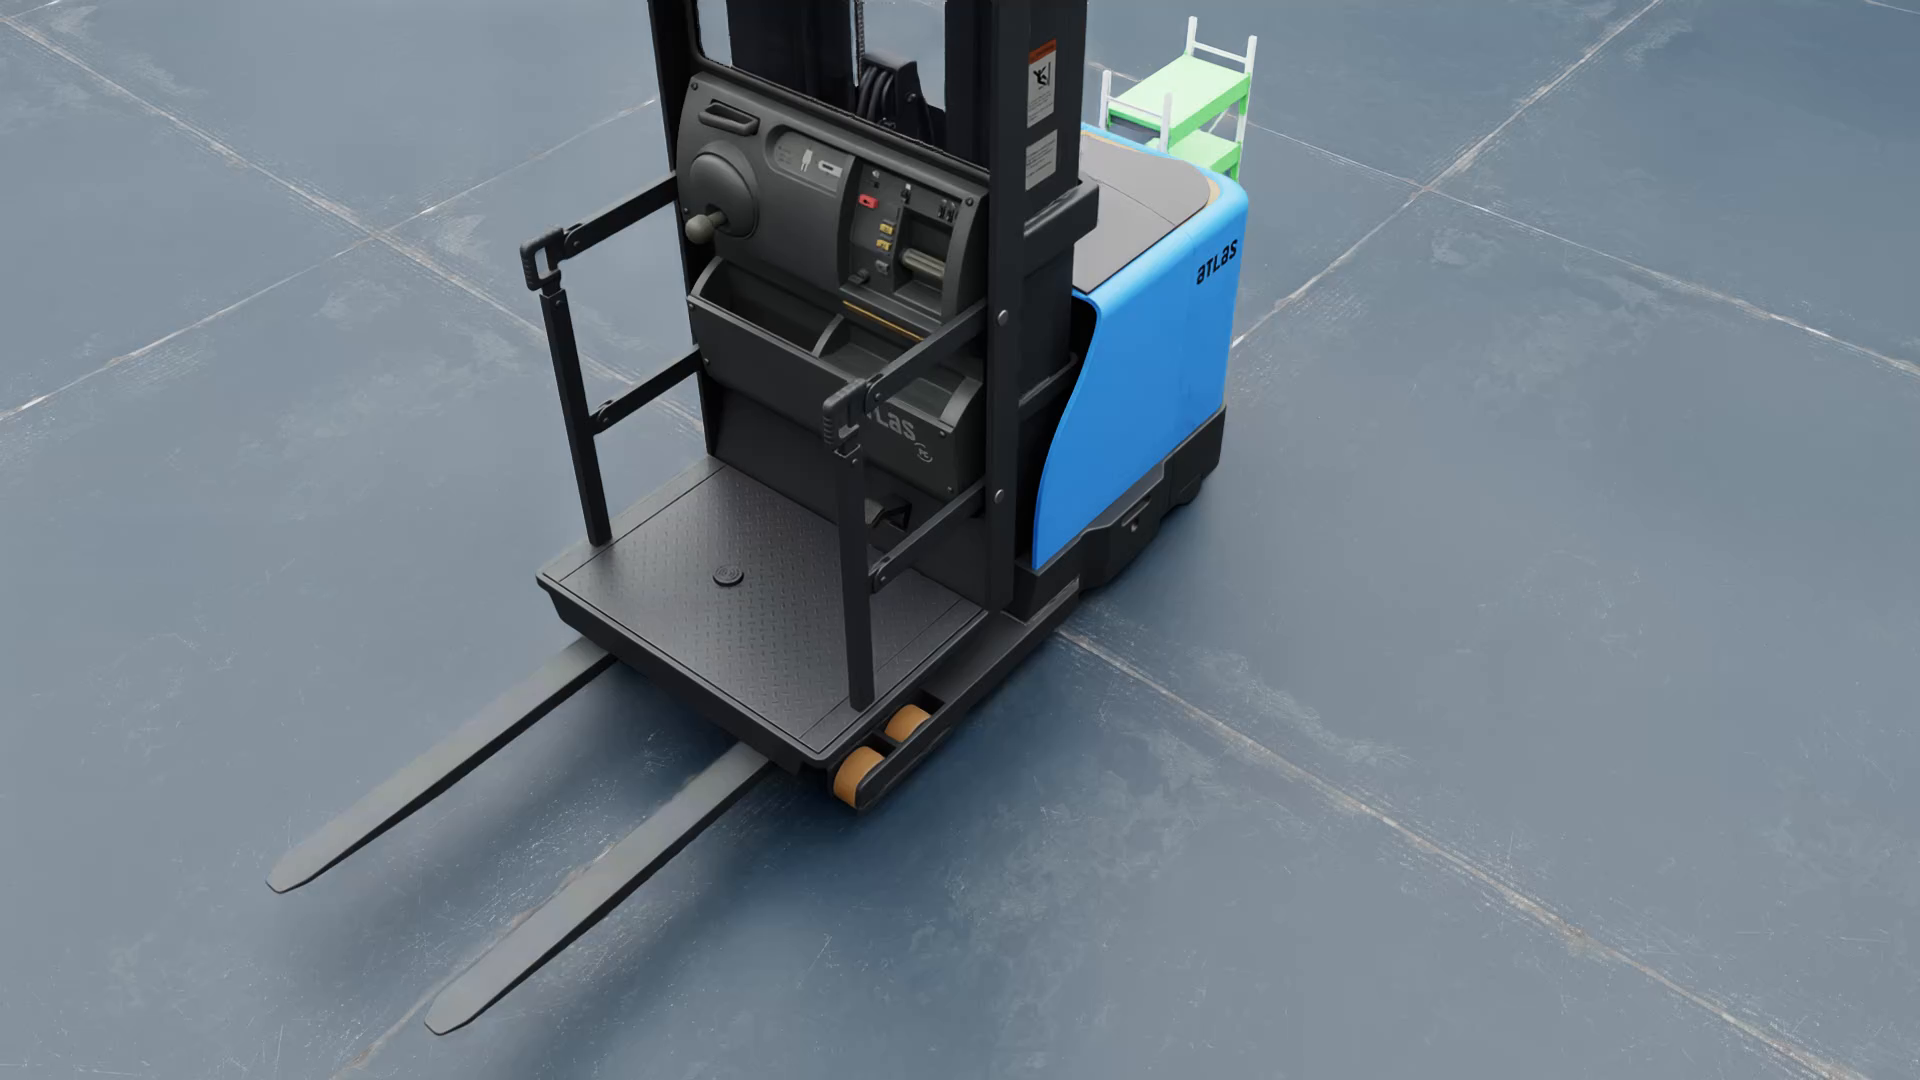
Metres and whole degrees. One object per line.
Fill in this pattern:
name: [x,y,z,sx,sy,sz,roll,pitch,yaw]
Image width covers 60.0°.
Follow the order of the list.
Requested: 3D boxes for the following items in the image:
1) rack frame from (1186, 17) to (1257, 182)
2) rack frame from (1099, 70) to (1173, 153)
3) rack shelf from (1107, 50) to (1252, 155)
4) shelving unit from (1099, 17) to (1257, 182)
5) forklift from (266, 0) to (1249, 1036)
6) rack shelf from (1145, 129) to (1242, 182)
rack frame: [0.823,-1.167,5.641,0.240,1.200,0.015,28,48,27]
rack frame: [0.523,-0.914,5.350,0.240,1.200,0.015,28,48,27]
rack shelf: [0.677,-1.352,5.220,0.258,0.148,0.480,28,48,27]
shelving unit: [0.673,-1.040,5.496,0.258,1.200,0.503,28,48,27]
forklift: [-0.468,-0.747,3.893,1.130,2.935,3.031,29,49,28]
rack shelf: [0.675,-1.172,5.379,0.258,0.148,0.480,28,48,27]
